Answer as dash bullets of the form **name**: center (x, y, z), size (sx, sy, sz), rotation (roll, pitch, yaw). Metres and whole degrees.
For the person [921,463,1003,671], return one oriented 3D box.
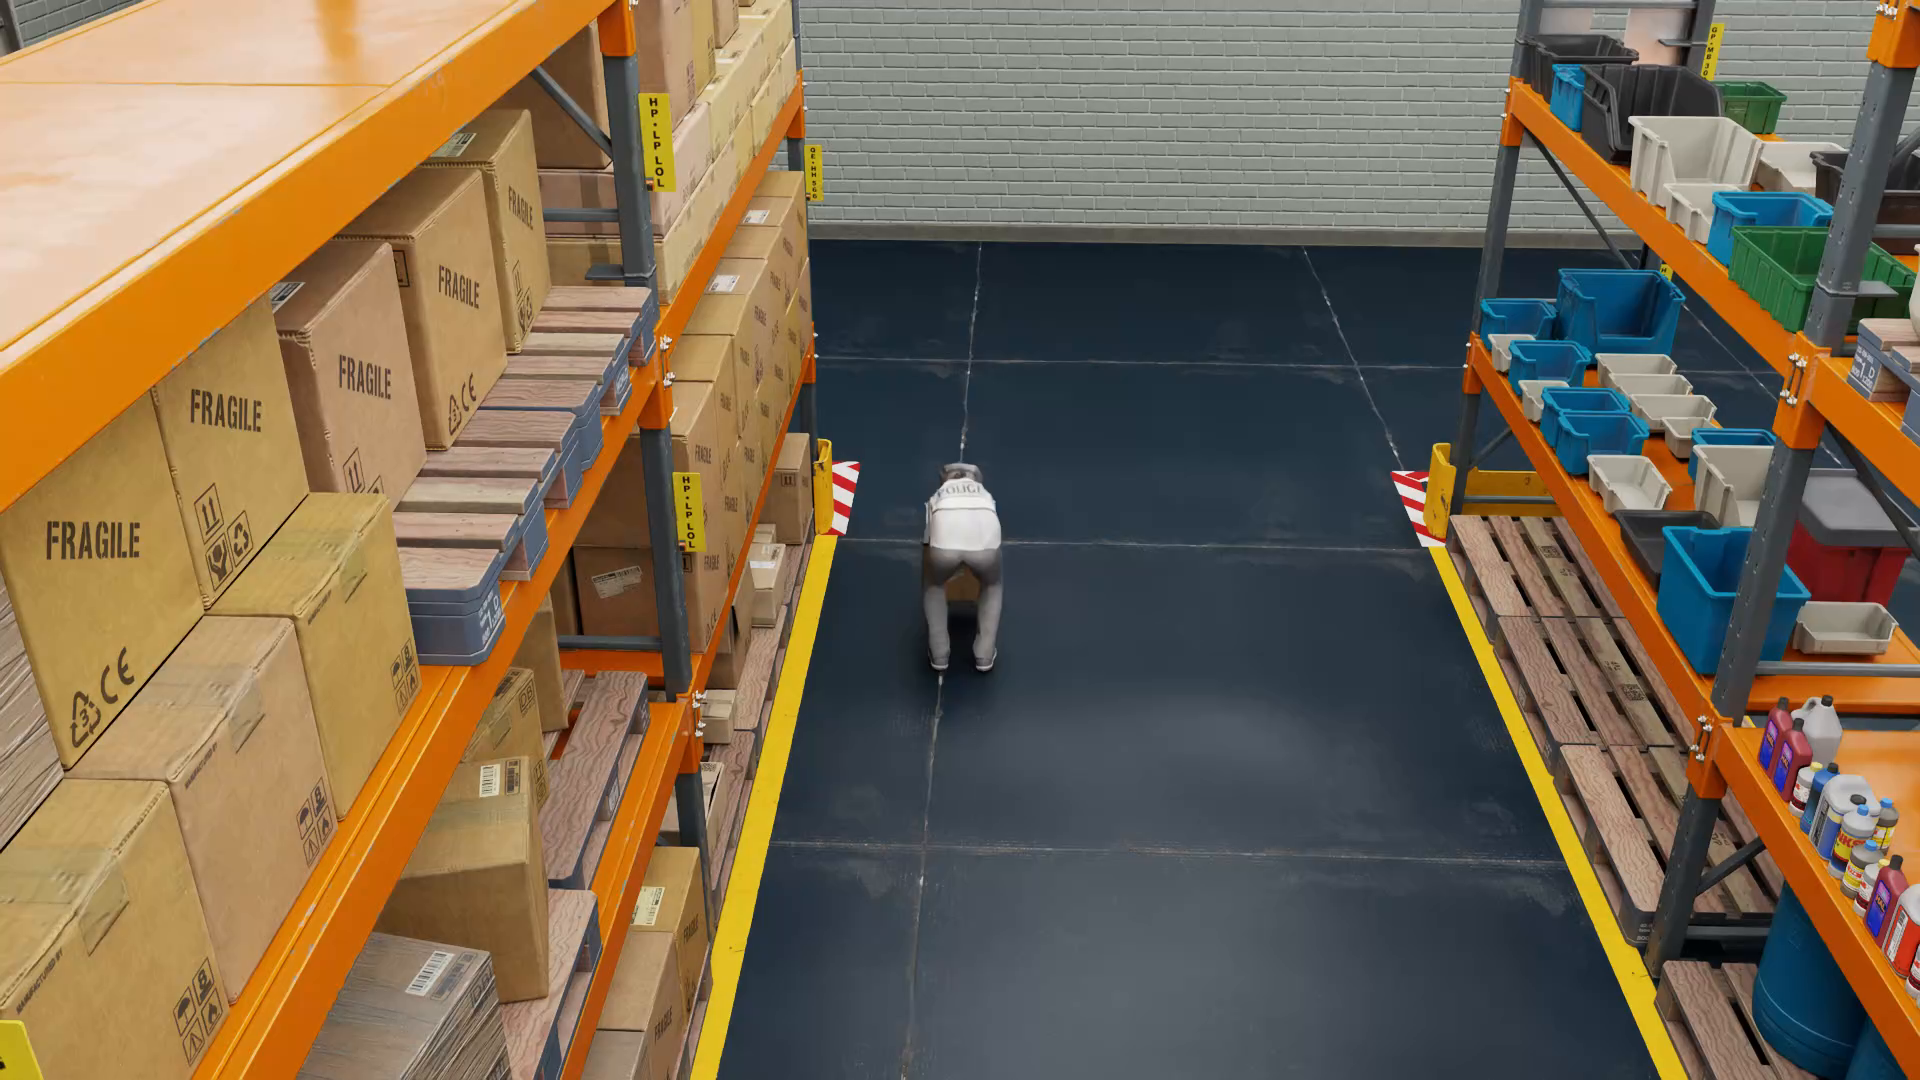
- **person**: center (0.011, 0.121, 9.102), size (0.449, 1.000, 0.932), rotation (0, 28, 0)
